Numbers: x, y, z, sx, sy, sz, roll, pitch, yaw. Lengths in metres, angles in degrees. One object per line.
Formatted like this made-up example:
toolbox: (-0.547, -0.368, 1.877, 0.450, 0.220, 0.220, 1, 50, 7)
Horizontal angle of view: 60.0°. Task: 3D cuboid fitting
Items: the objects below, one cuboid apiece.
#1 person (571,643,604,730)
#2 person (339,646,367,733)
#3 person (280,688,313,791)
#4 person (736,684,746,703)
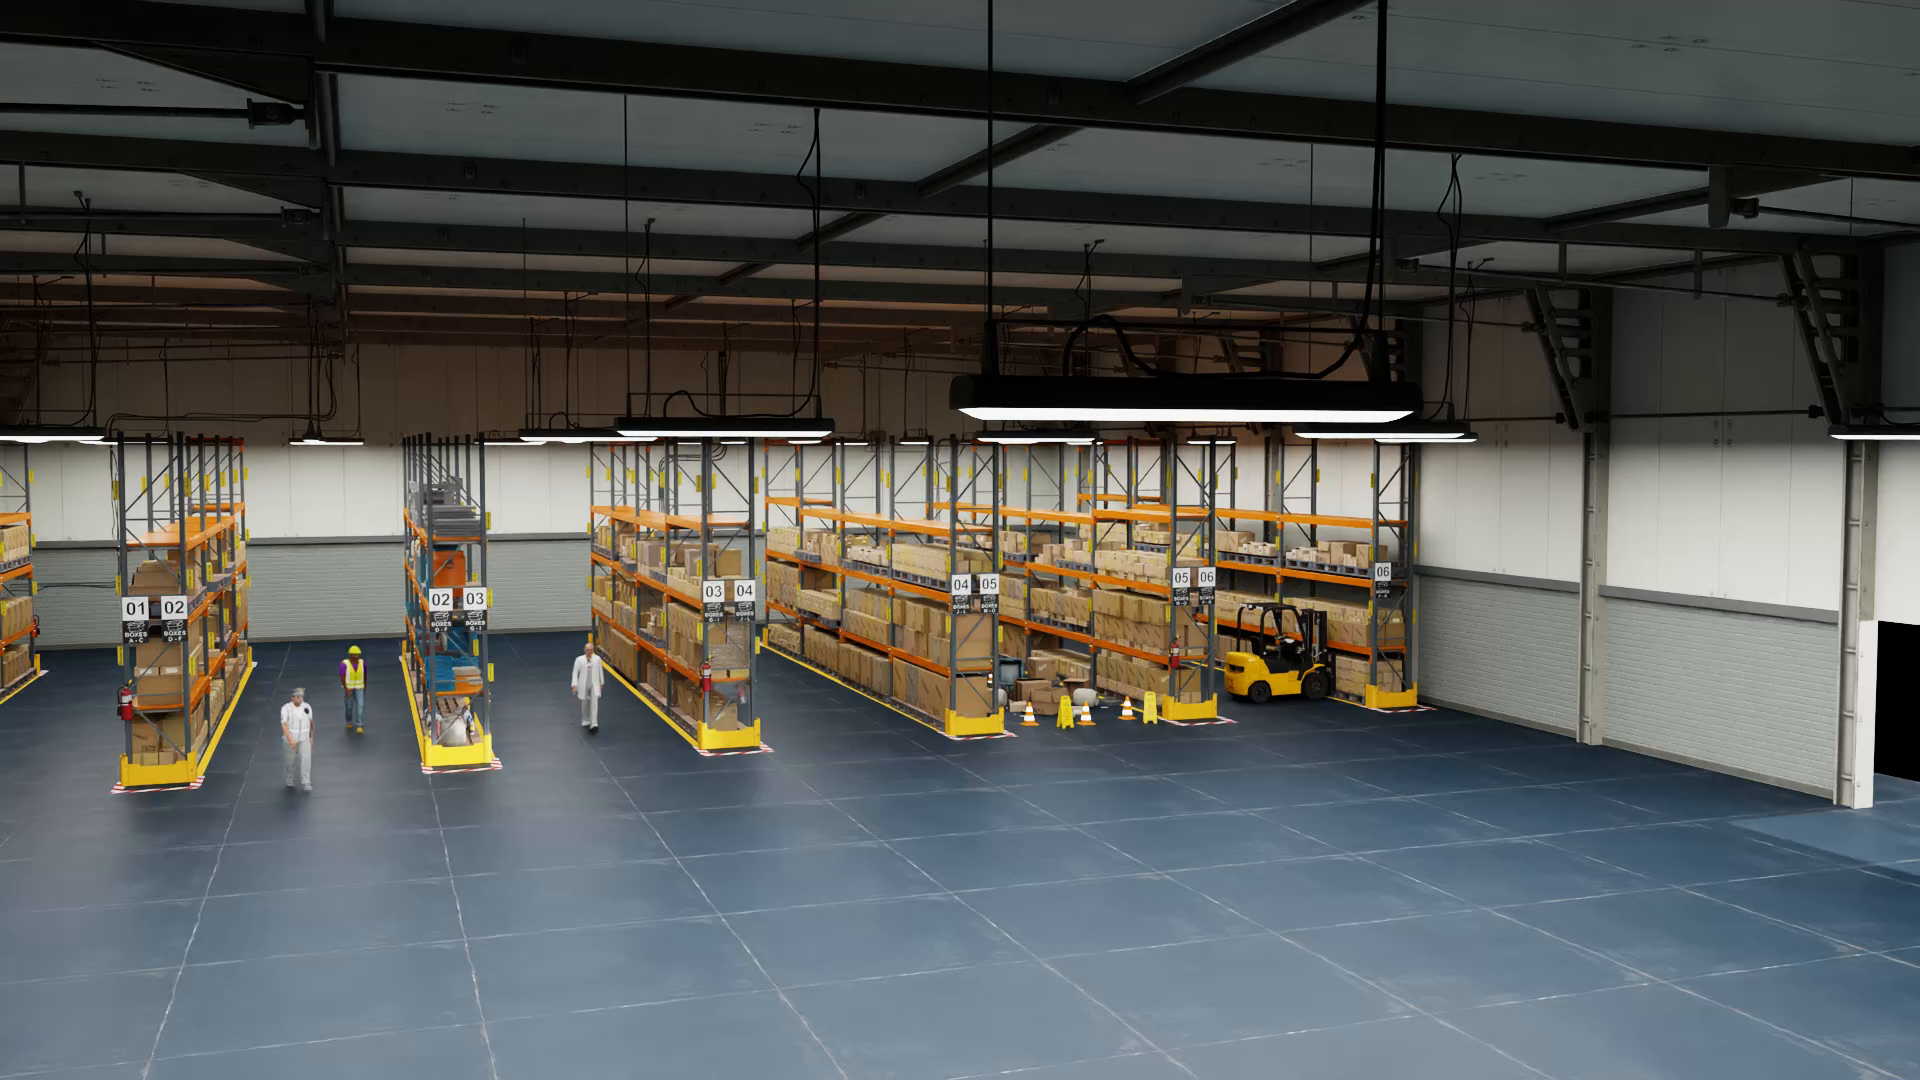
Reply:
person: (-7.548, 2.963, 33.736, 0.659, 1.732, 1.051, -1, 3, -15)
person: (-12.203, 2.992, 33.515, 0.562, 1.709, 0.974, -2, 4, -32)
person: (-11.041, 3.314, 27.771, 0.546, 1.689, 1.029, -2, 4, -36)
person: (-4.911, 2.811, 37.598, 0.467, 1.668, 0.724, -2, 4, -35)
